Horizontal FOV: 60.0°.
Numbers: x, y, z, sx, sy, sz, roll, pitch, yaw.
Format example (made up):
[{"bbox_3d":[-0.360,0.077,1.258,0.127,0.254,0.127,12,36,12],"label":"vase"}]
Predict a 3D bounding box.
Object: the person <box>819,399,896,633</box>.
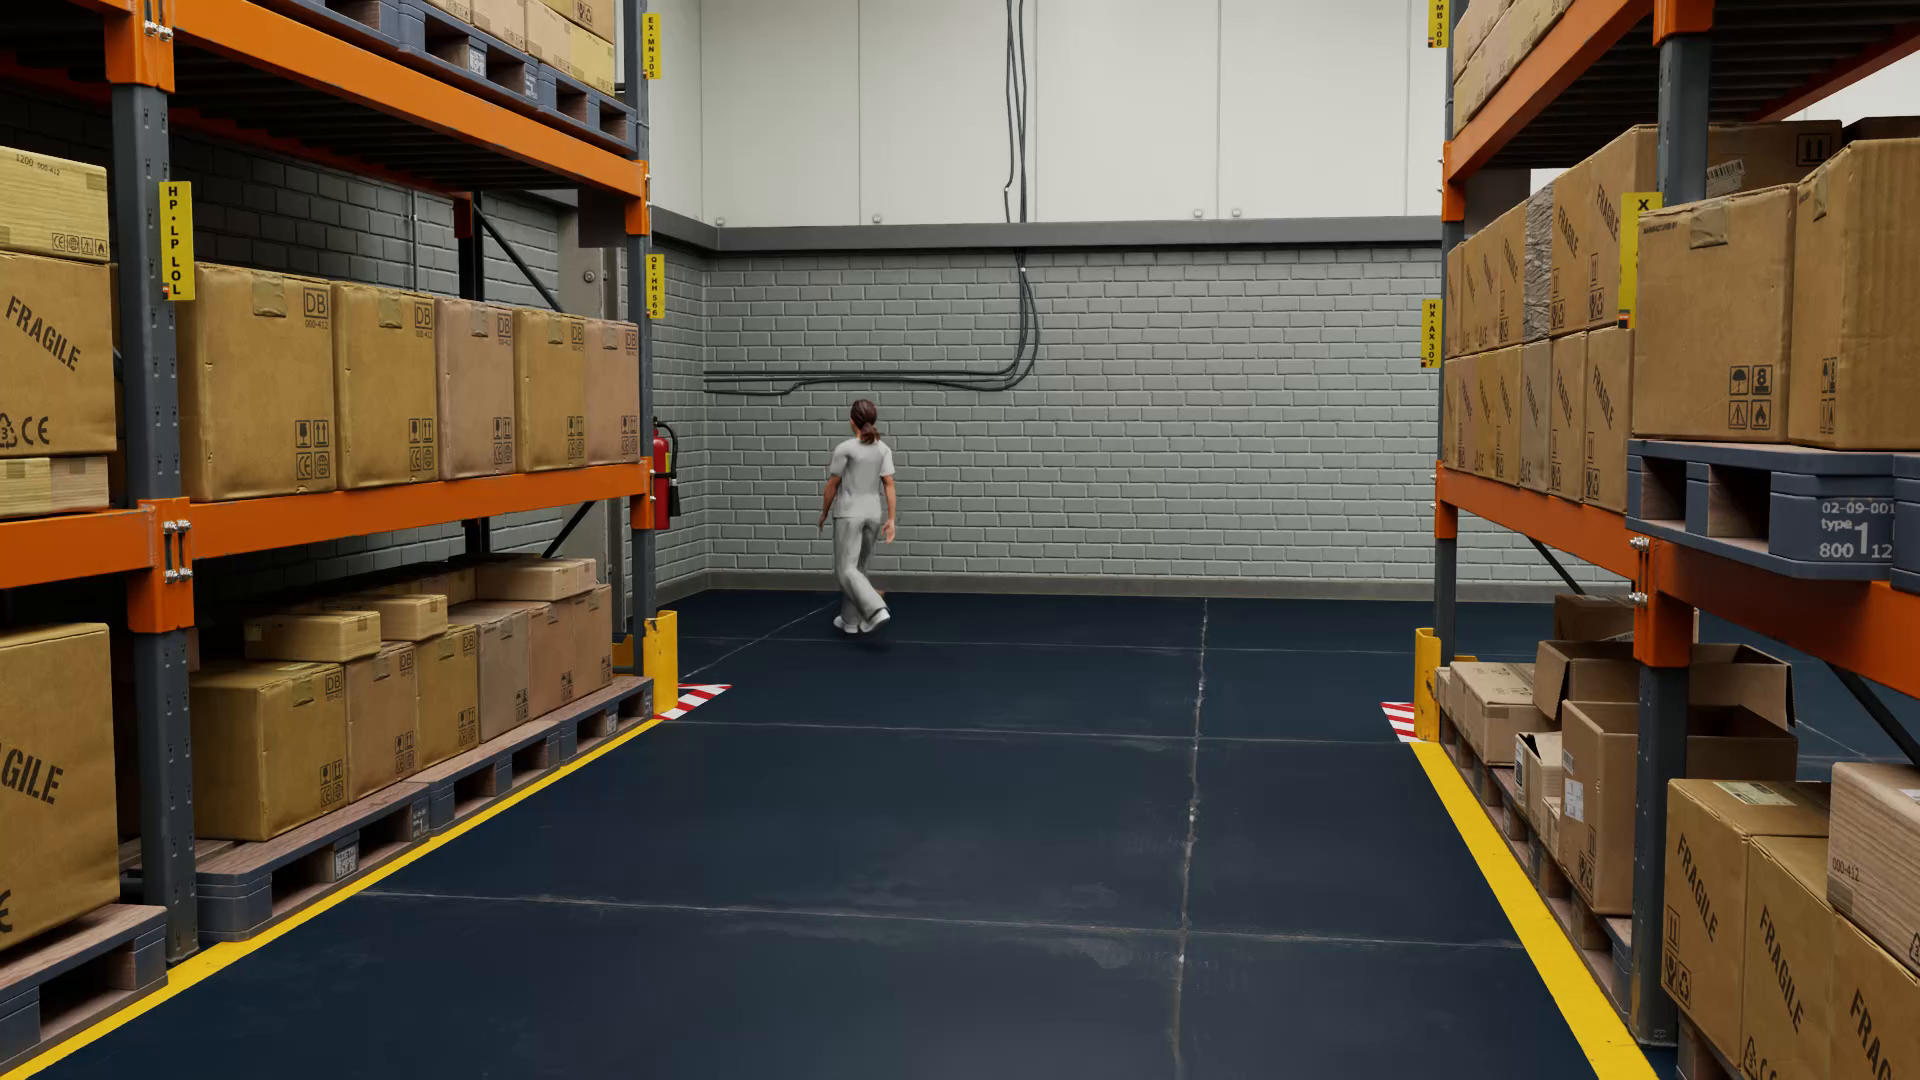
[{"bbox_3d":[-0.700,-0.141,11.287,0.447,1.624,0.980,-3,6,-35],"label":"person"}]
